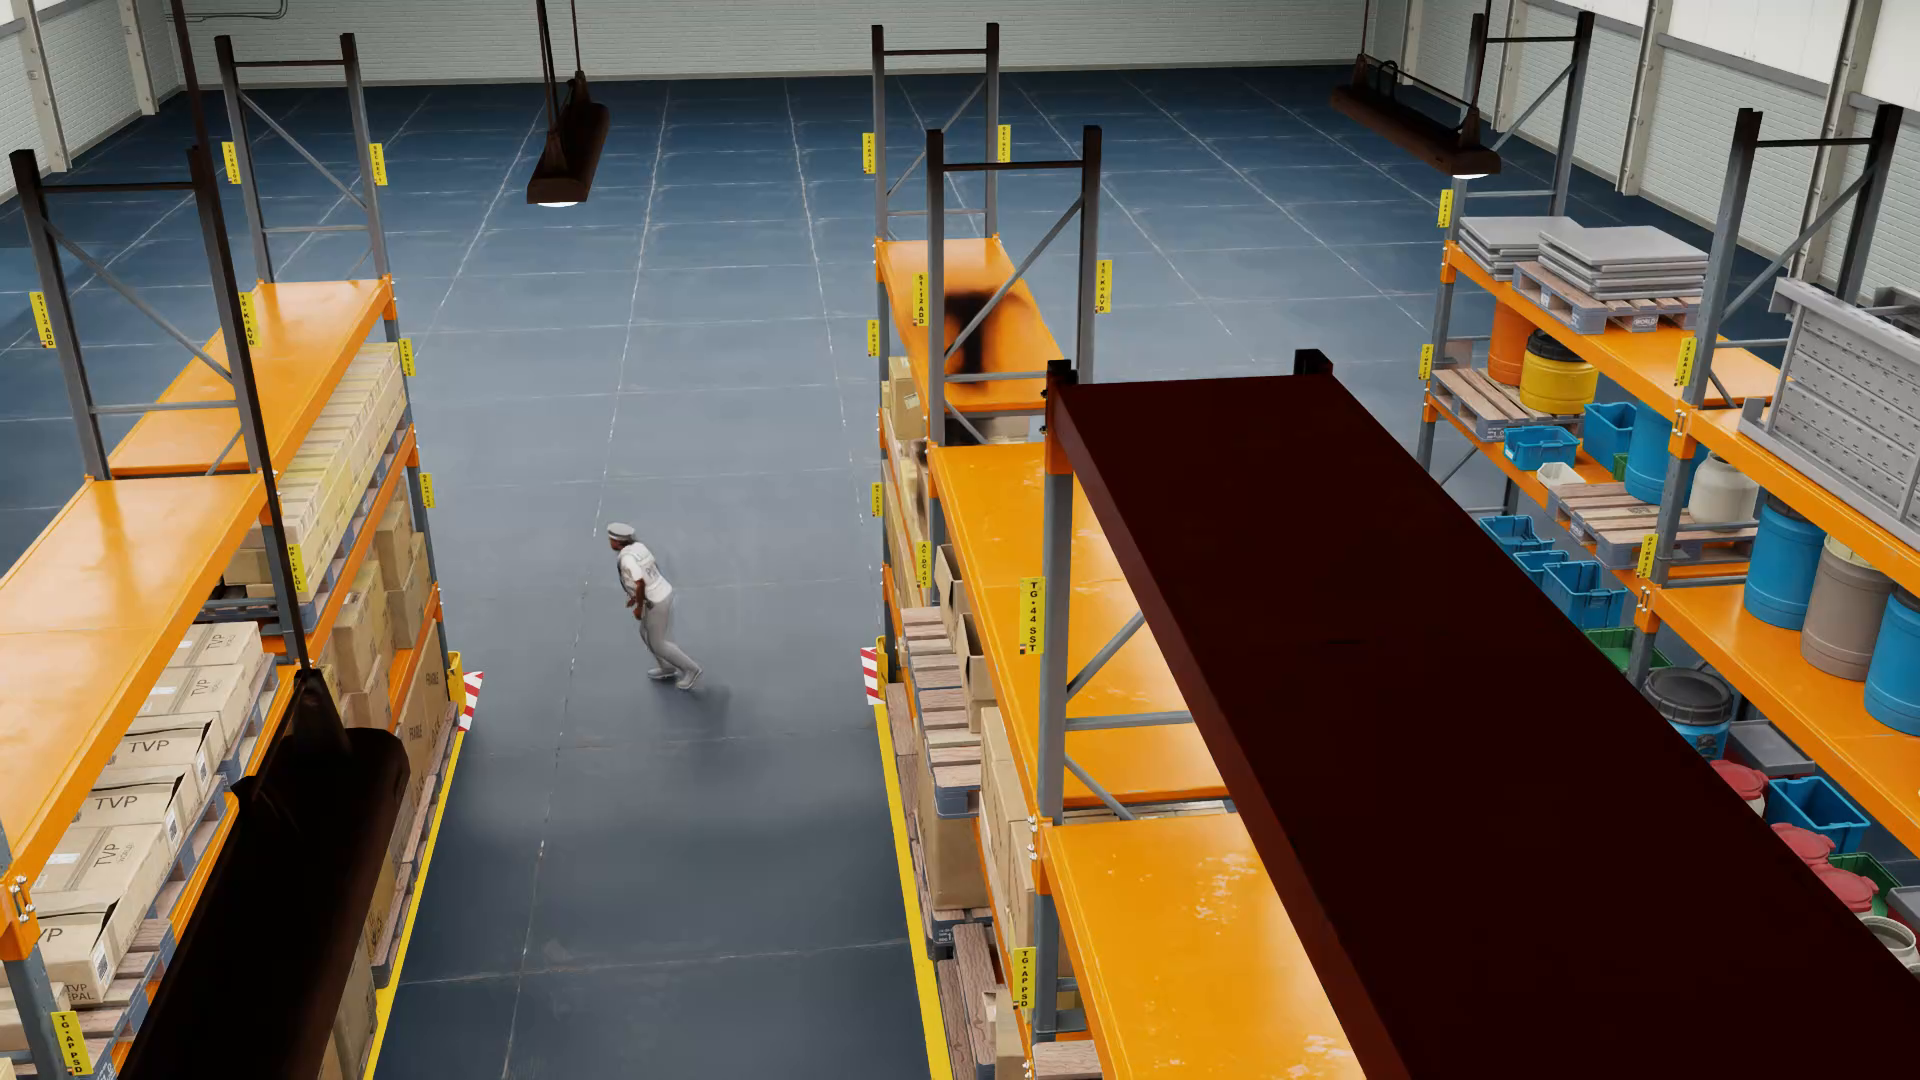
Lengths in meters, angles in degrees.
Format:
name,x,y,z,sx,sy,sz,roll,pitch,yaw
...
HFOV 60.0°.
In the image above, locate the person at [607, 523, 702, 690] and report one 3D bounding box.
name,x,y,z,sx,sy,sz,roll,pitch,yaw
person,-2.840,0.603,15.486,0.845,1.522,0.597,1,26,2
